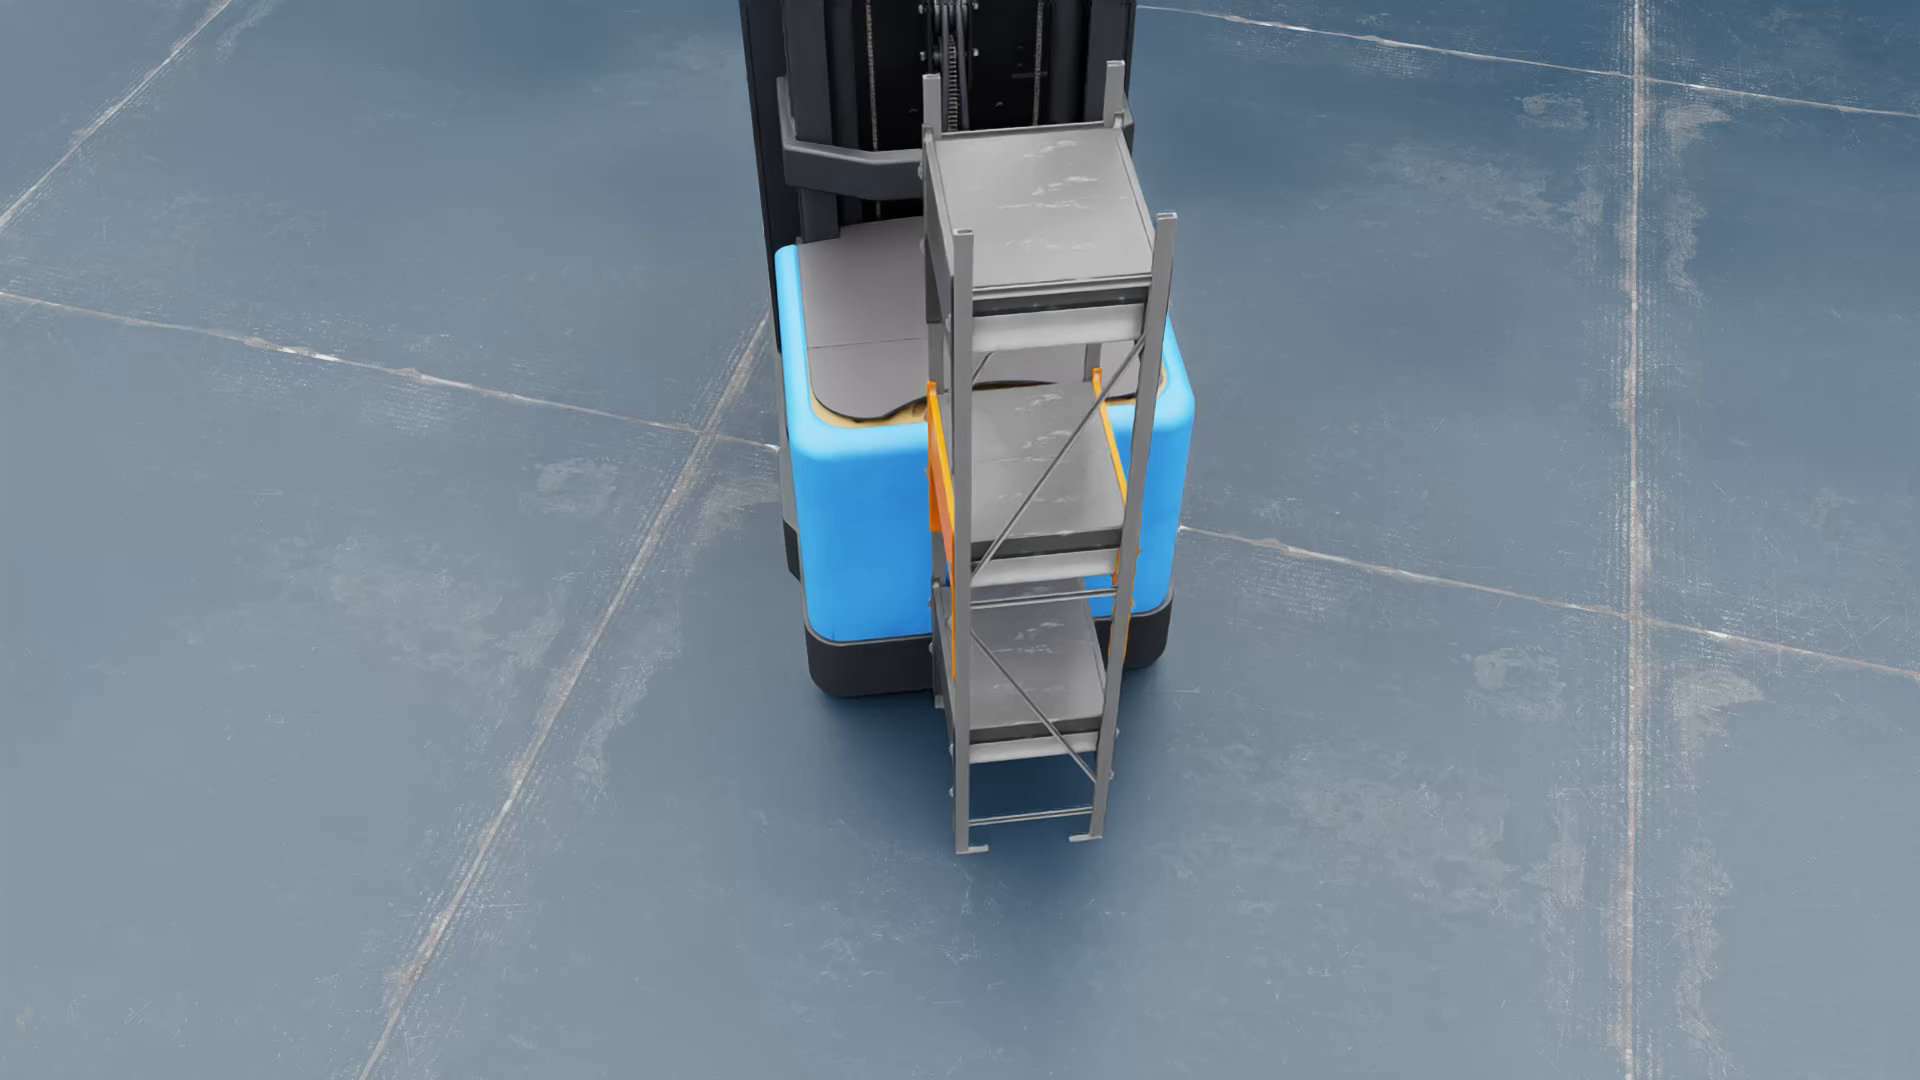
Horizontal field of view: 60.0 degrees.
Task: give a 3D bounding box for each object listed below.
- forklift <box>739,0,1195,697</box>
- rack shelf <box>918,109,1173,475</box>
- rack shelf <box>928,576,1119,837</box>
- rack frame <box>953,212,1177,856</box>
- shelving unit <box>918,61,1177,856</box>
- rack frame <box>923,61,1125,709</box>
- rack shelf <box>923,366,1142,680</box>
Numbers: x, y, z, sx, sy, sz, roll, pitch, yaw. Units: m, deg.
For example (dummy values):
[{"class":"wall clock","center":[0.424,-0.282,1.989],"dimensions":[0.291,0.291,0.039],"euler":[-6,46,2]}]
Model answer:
[{"class":"forklift","center":[-0.090,-1.639,4.742],"dimensions":[1.130,2.935,3.031],"euler":[-5,49,-5]},{"class":"rack shelf","center":[0.157,-0.501,3.376],"dimensions":[0.431,0.518,0.480],"euler":[-5,49,-5]},{"class":"rack shelf","center":[0.157,0.425,4.426],"dimensions":[0.431,0.518,0.480],"euler":[-5,49,-5]},{"class":"rack frame","center":[0.187,0.134,3.731],"dimensions":[0.400,2.100,0.015],"euler":[-5,49,-5]},{"class":"shelving unit","center":[0.157,-0.047,3.891],"dimensions":[0.431,2.100,0.503],"euler":[-5,49,-5]},{"class":"rack frame","center":[0.126,-0.229,4.051],"dimensions":[0.400,2.100,0.015],"euler":[-5,49,-5]},{"class":"rack shelf","center":[0.157,-0.038,3.901],"dimensions":[0.431,0.518,0.480],"euler":[-5,49,-5]}]
